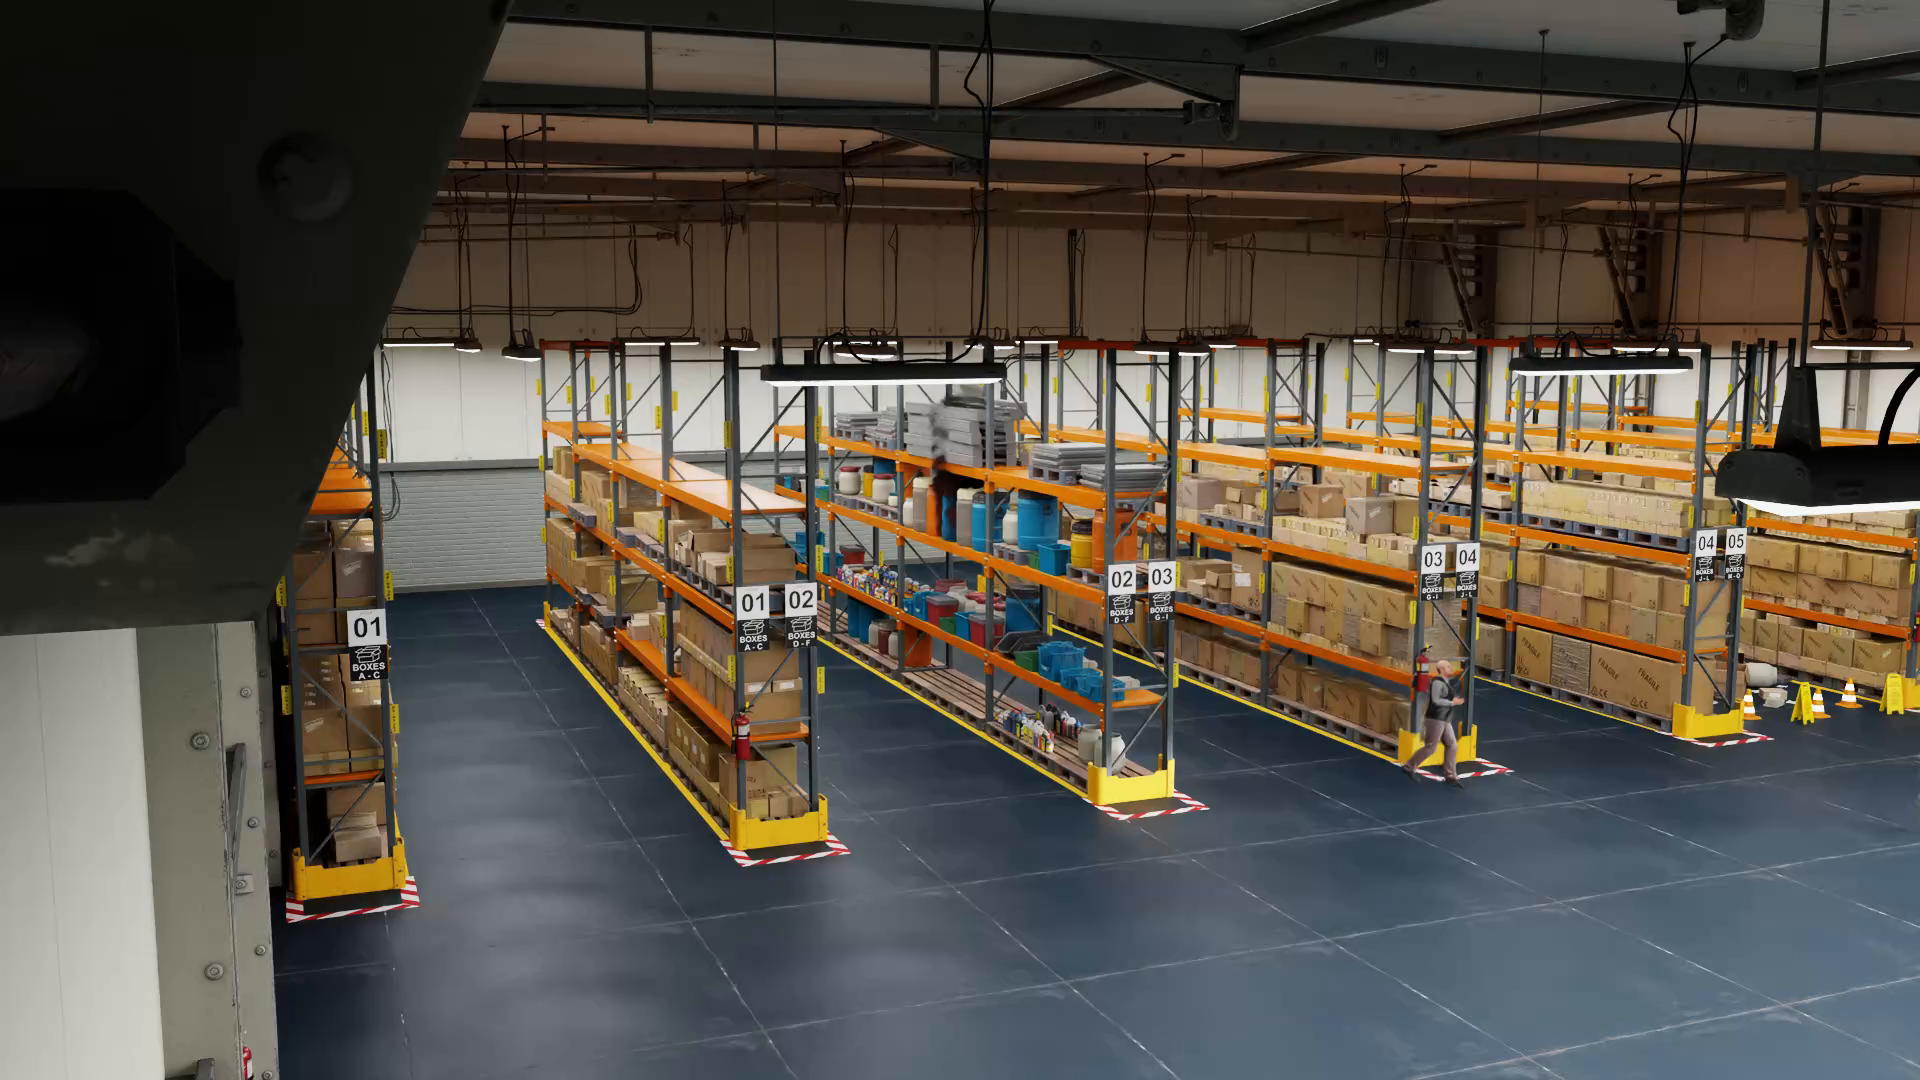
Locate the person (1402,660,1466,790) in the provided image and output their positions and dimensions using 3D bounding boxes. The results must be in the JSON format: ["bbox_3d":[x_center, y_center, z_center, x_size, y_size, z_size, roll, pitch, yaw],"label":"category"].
[{"bbox_3d":[6.558,2.516,22.841,0.851,1.759,0.665,4,8,28],"label":"person"}]

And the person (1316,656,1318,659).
[{"bbox_3d":[6.657,1.382,31.772,0.582,1.726,0.775,-5,9,-32],"label":"person"}]
